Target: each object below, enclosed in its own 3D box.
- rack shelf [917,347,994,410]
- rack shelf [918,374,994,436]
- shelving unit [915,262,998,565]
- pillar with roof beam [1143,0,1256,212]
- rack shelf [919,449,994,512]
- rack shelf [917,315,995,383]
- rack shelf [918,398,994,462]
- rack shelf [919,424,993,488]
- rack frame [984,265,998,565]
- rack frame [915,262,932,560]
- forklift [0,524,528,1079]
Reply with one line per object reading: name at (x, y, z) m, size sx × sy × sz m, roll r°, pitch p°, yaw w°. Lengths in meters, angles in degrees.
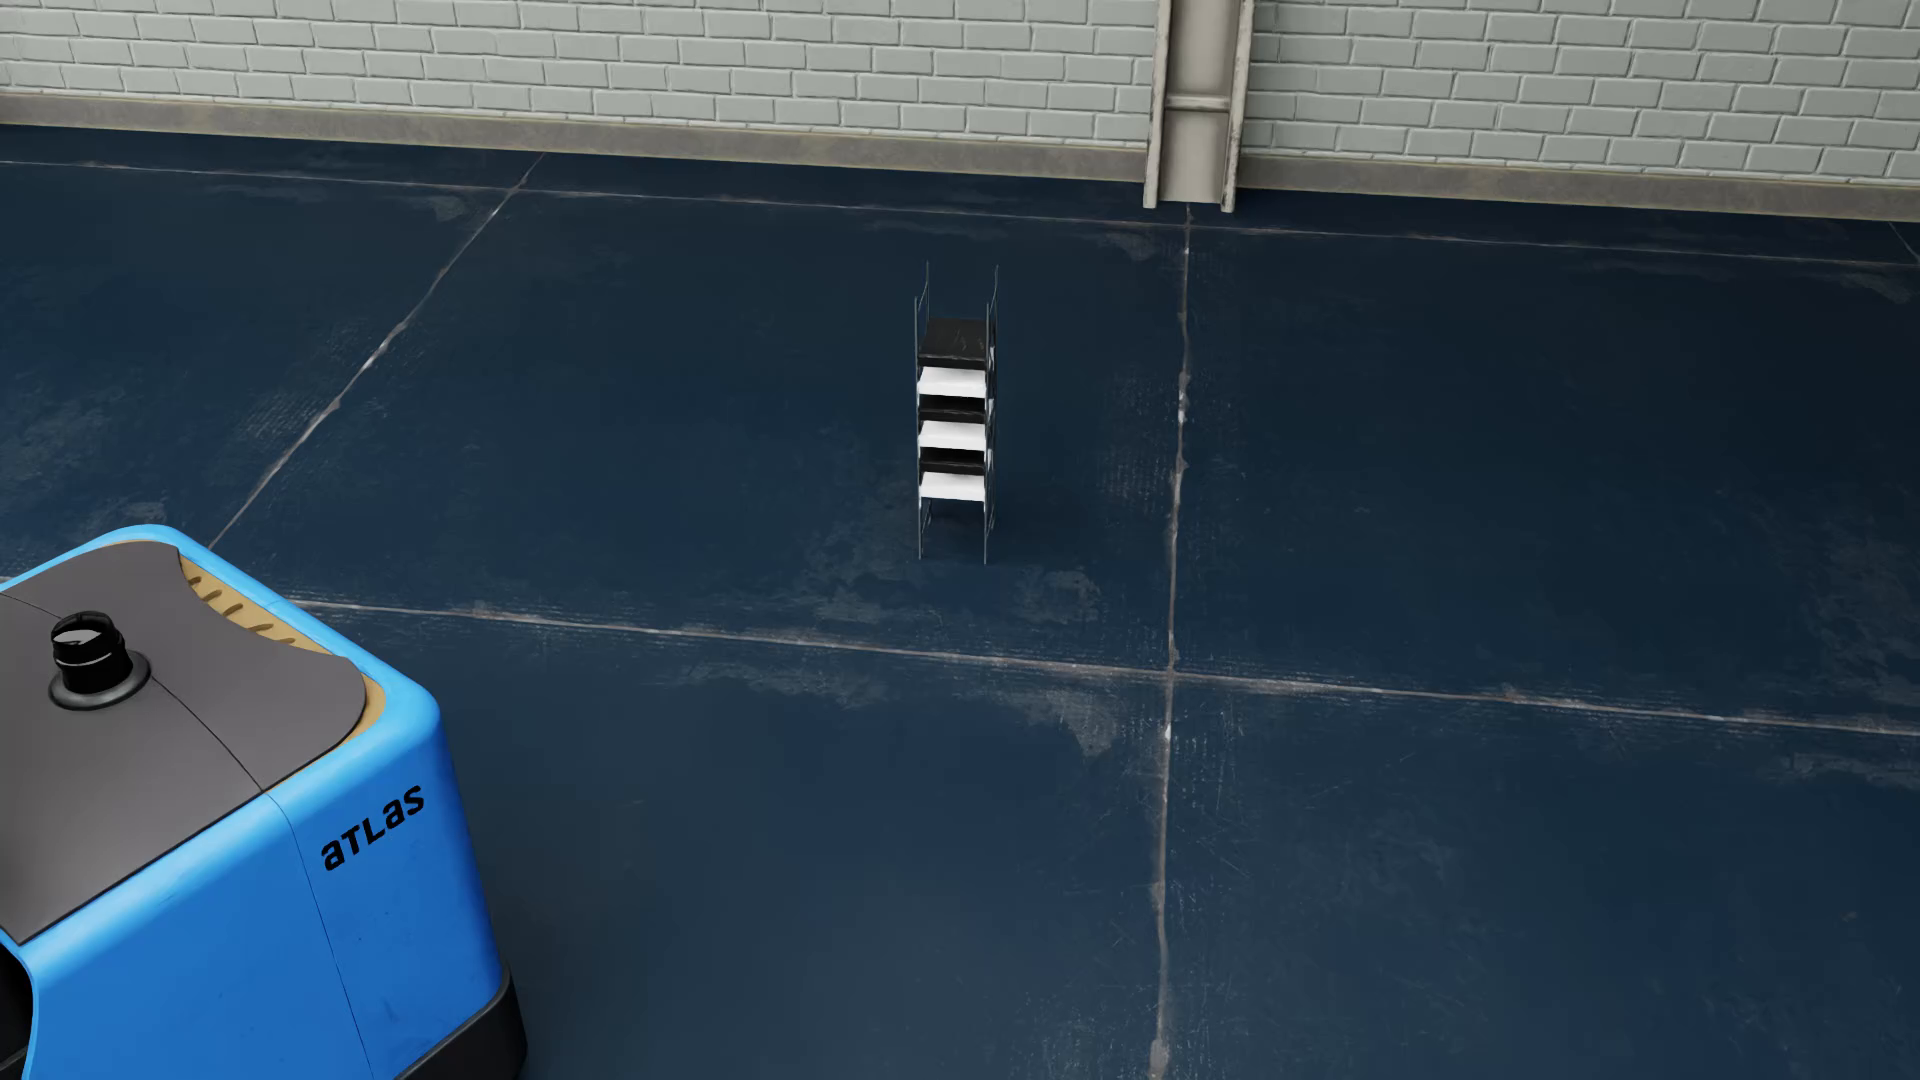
rack shelf at (-0.008, -0.486, 4.904) m, size 0.200 × 0.077 × 0.258 m, roll 4°, pitch 36°, yaw 6°
rack shelf at (-0.008, -0.413, 4.956) m, size 0.200 × 0.077 × 0.258 m, roll 4°, pitch 36°, yaw 6°
shelving unit at (-0.008, -0.367, 4.989) m, size 0.210 × 0.900 × 0.258 m, roll 4°, pitch 36°, yaw 6°
pillar with roof beam at (0.471, -2.714, 1.306) m, size 0.400 × 9.000 × 9.100 m, roll 4°, pitch 36°, yaw 6°
rack shelf at (-0.008, -0.193, 5.113) m, size 0.200 × 0.077 × 0.258 m, roll 4°, pitch 36°, yaw 6°
rack shelf at (-0.008, -0.560, 4.852) m, size 0.200 × 0.077 × 0.258 m, roll 4°, pitch 36°, yaw 6°
rack shelf at (-0.008, -0.340, 5.009) m, size 0.200 × 0.077 × 0.258 m, roll 4°, pitch 36°, yaw 6°
rack shelf at (-0.008, -0.266, 5.061) m, size 0.200 × 0.077 × 0.258 m, roll 4°, pitch 36°, yaw 6°
rack frame at (0.093, -0.359, 4.979) m, size 0.006 × 0.900 × 0.240 m, roll 4°, pitch 36°, yaw 6°
rack frame at (-0.109, -0.374, 5.000) m, size 0.006 × 0.900 × 0.240 m, roll 4°, pitch 36°, yaw 6°
forklift at (-2.233, 0.470, 2.068) m, size 1.130 × 2.935 × 3.031 m, roll 24°, pitch 42°, yaw 30°
